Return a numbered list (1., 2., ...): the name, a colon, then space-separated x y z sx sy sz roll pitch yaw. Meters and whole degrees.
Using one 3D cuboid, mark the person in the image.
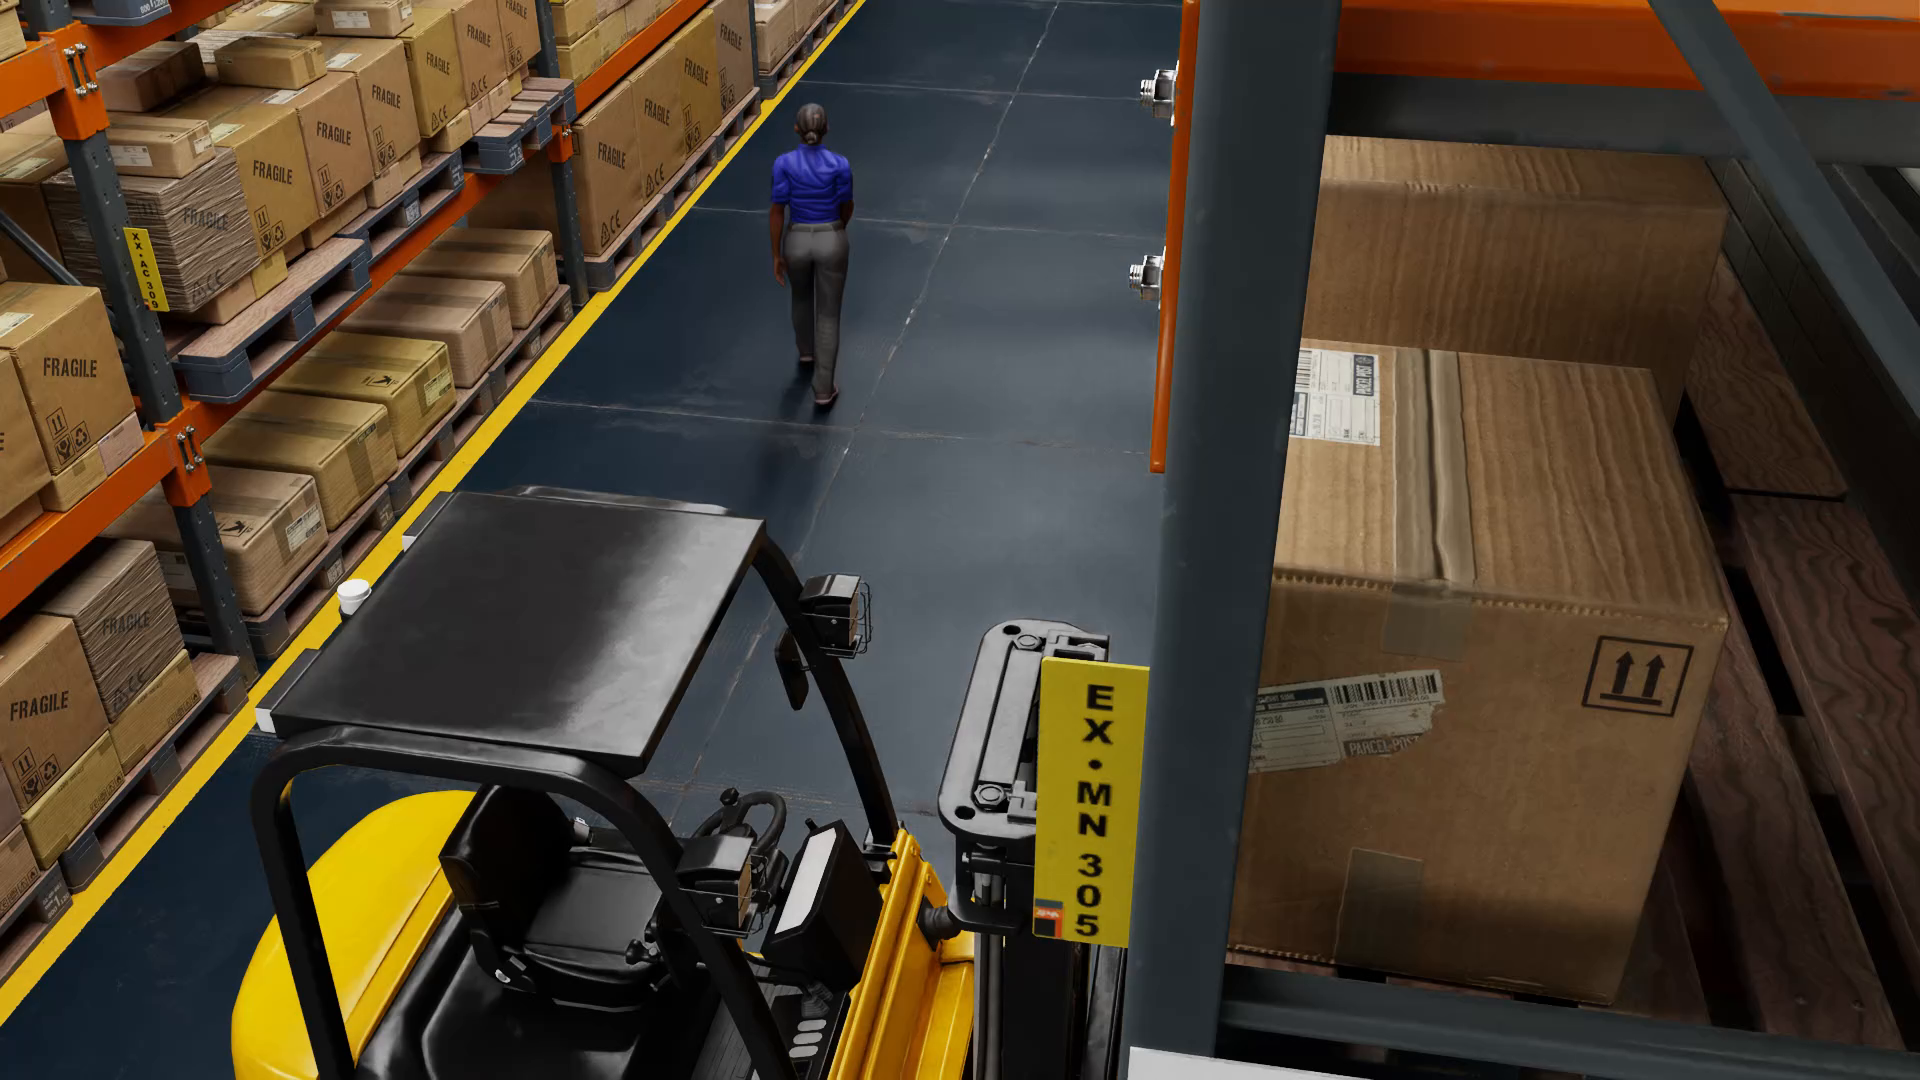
1. person: -0.793 -1.586 9.154 0.448 1.692 0.768 2 33 4
